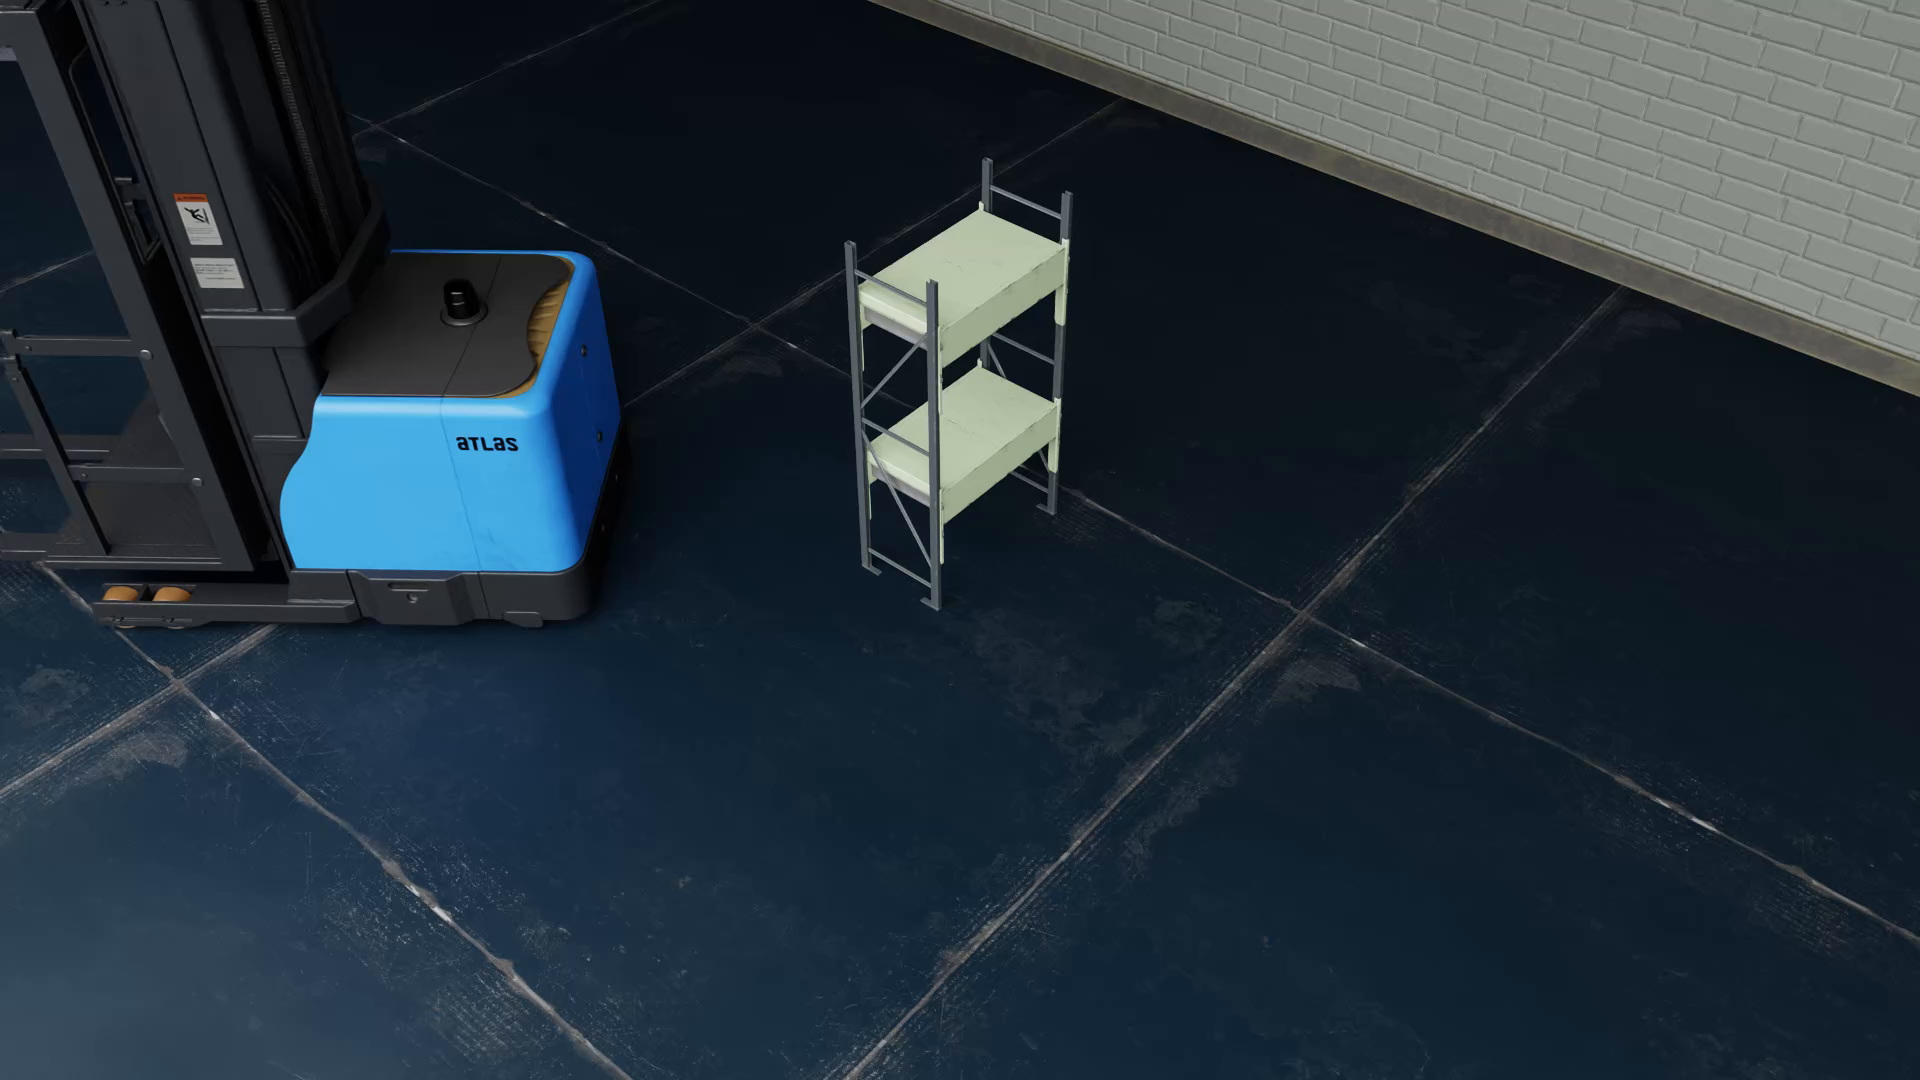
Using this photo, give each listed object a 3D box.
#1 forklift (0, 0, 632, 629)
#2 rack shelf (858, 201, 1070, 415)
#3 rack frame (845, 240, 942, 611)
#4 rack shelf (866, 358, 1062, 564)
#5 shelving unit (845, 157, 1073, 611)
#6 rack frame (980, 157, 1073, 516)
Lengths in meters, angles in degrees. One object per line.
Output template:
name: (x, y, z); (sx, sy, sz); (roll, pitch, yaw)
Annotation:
forklift: (-2.905, -1.100, 5.781); (3.031, 2.935, 1.130); (1, 42, 1)
rack shelf: (0.004, -0.847, 5.987); (0.431, 0.370, 0.720); (29, 50, 28)
rack frame: (-0.231, -0.370, 6.042); (0.400, 1.500, 0.023); (29, 50, 28)
rack shelf: (0.004, -0.317, 6.469); (0.431, 0.370, 0.720); (29, 50, 28)
shelving unit: (0.004, -0.558, 6.249); (0.431, 1.500, 0.755); (29, 50, 28)
rack frame: (0.240, -0.747, 6.457); (0.400, 1.500, 0.023); (29, 50, 28)
